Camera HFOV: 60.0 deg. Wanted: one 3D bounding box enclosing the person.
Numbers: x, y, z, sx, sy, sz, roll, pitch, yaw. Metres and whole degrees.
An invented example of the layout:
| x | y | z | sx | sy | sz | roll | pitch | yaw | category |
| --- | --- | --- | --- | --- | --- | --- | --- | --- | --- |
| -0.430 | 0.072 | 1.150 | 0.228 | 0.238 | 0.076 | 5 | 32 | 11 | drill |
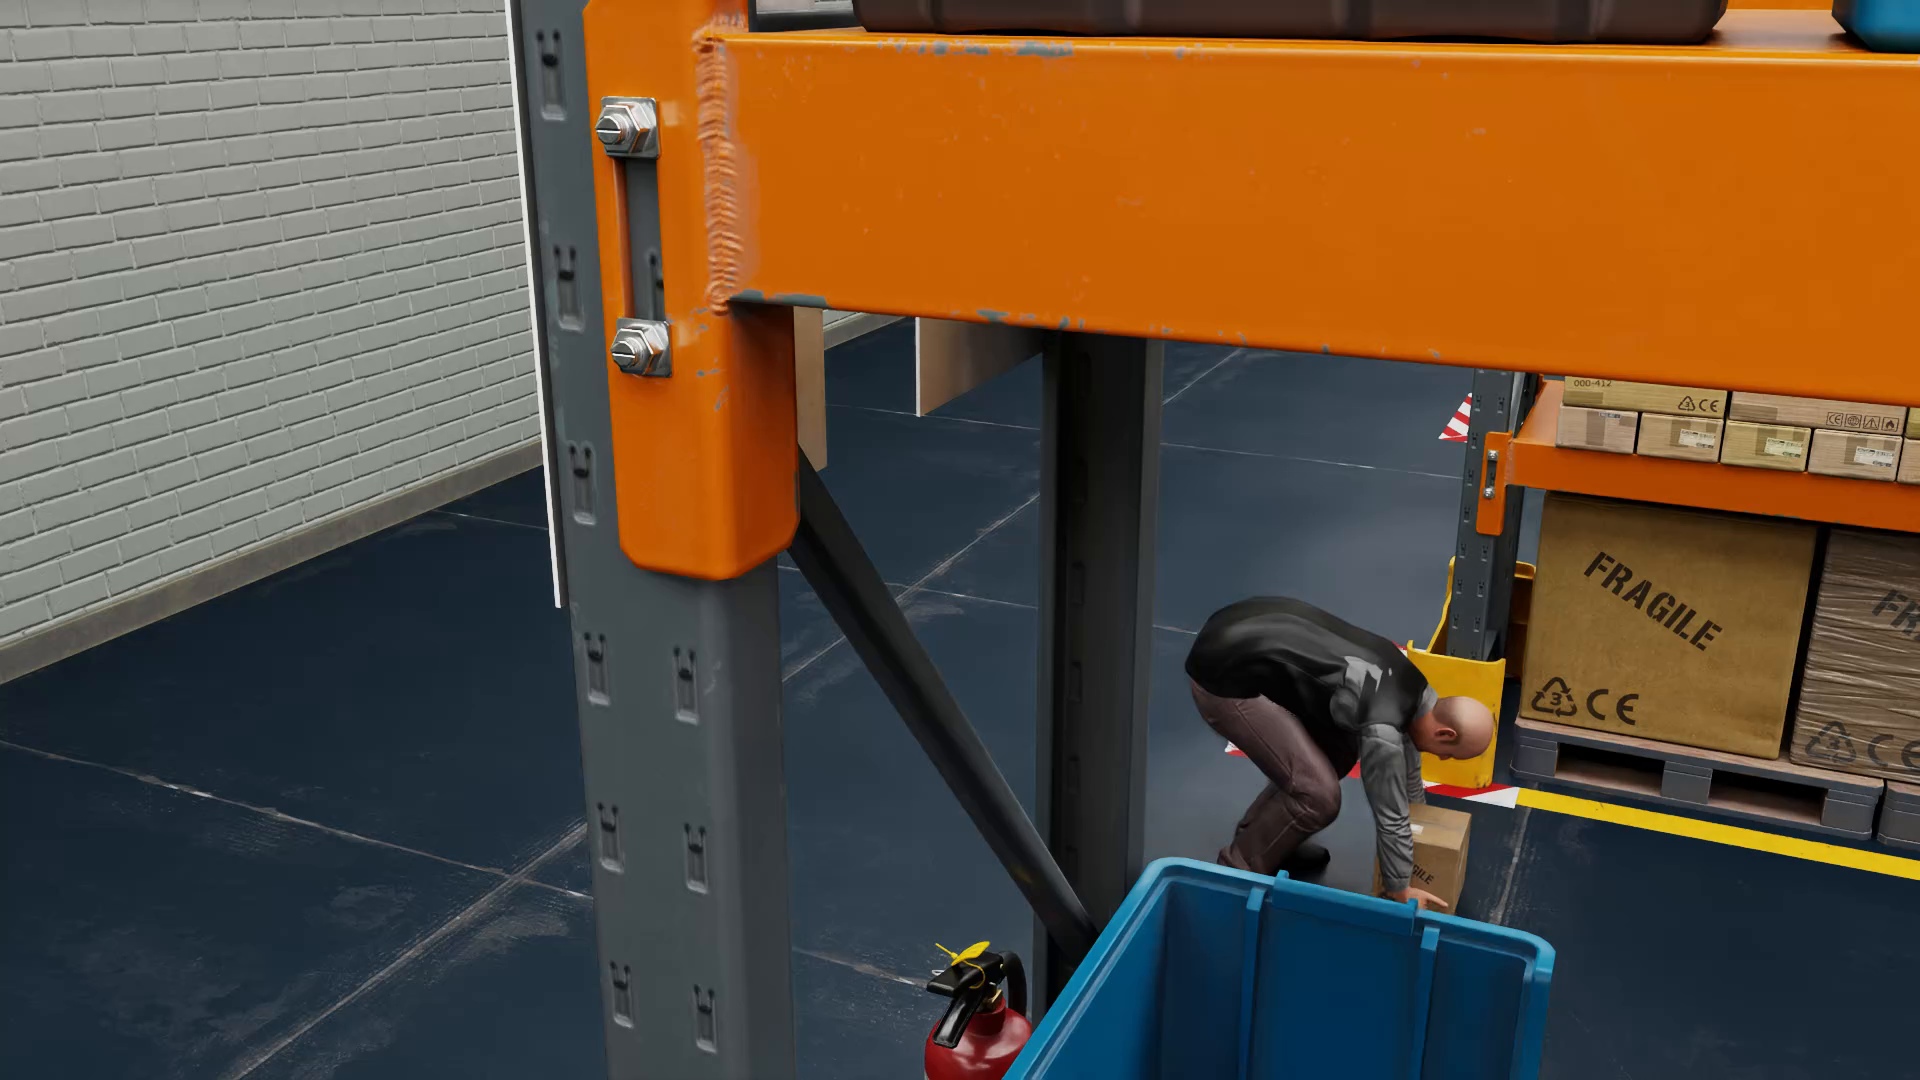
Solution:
| x | y | z | sx | sy | sz | roll | pitch | yaw | category |
| --- | --- | --- | --- | --- | --- | --- | --- | --- | --- |
| 1.187 | 0.701 | 5.289 | 0.944 | 0.921 | 0.511 | 7 | 20 | 20 | person |
